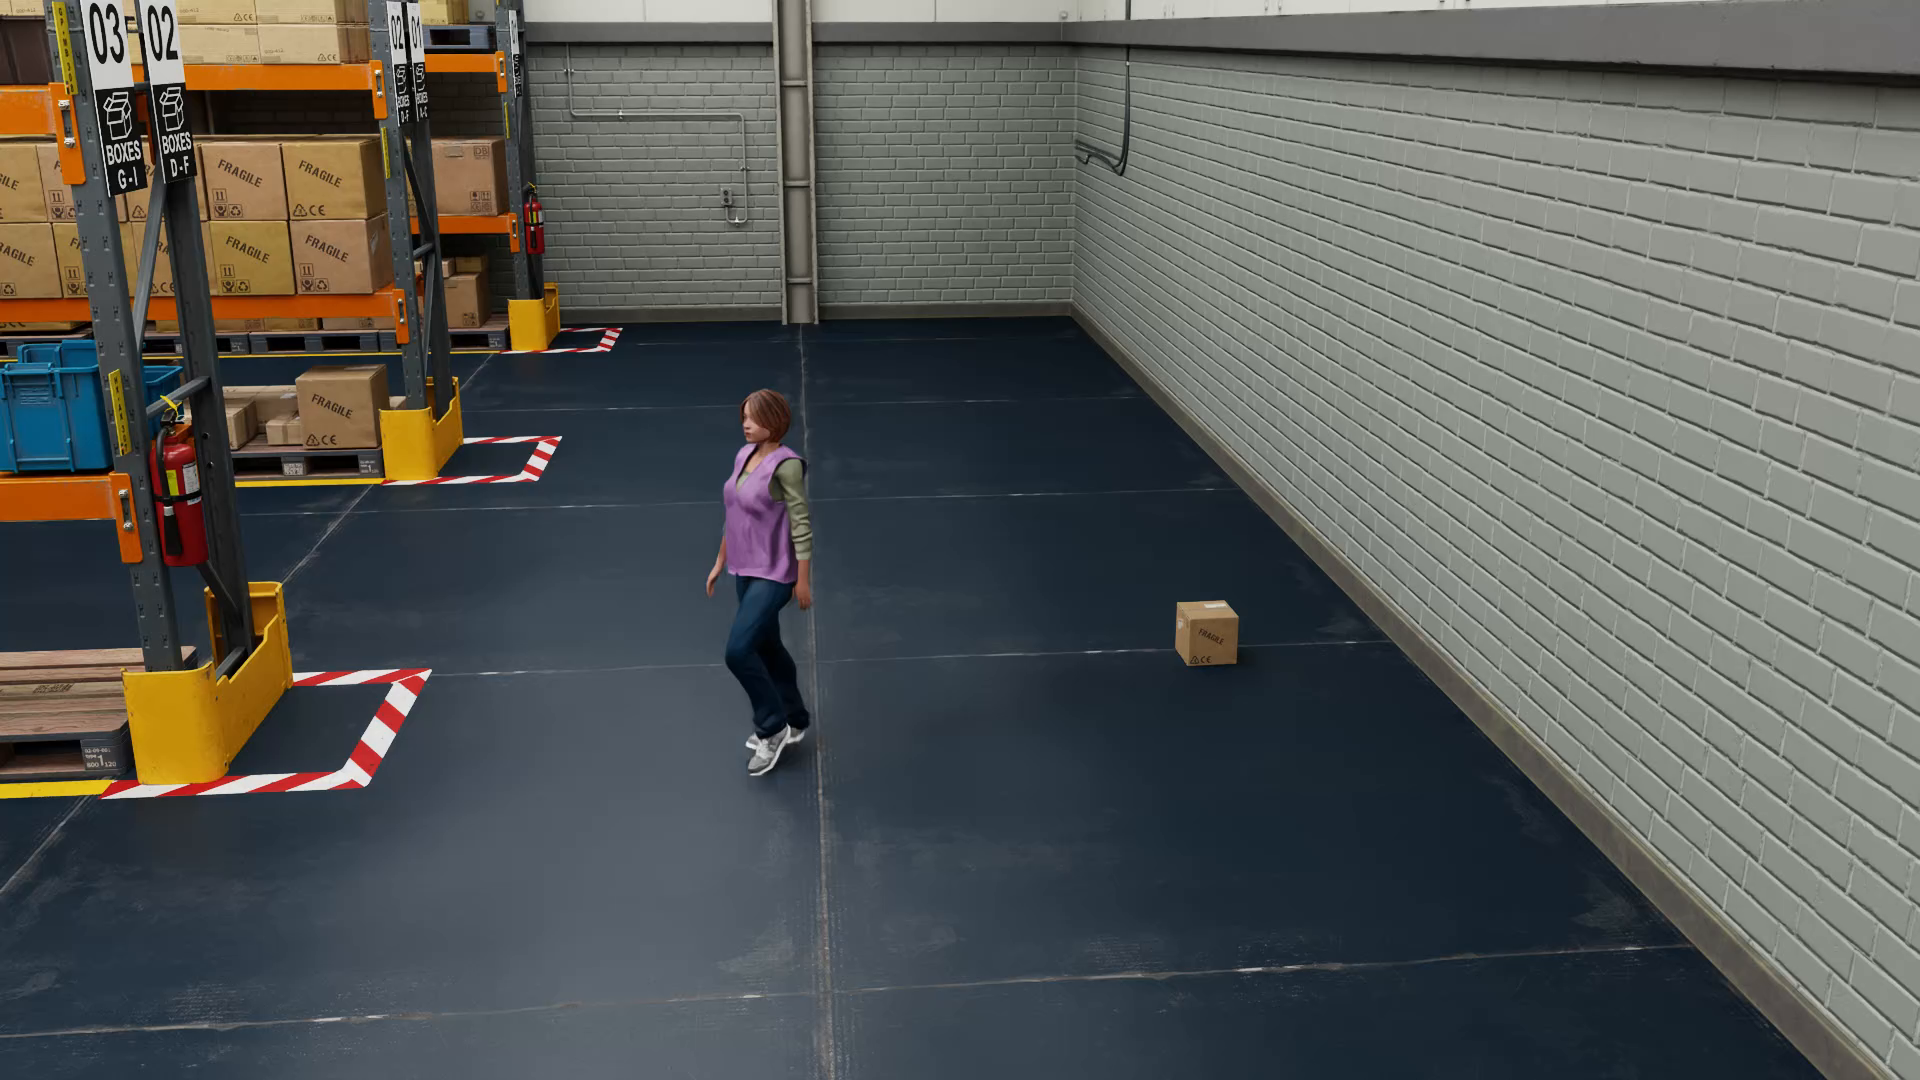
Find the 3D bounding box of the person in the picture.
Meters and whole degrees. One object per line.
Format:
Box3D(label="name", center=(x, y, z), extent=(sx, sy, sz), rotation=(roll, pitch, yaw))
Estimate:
Box3D(label="person", center=(-0.843, 0.175, 6.974), extent=(0.451, 1.628, 0.415), rotation=(-12, 20, -33))
